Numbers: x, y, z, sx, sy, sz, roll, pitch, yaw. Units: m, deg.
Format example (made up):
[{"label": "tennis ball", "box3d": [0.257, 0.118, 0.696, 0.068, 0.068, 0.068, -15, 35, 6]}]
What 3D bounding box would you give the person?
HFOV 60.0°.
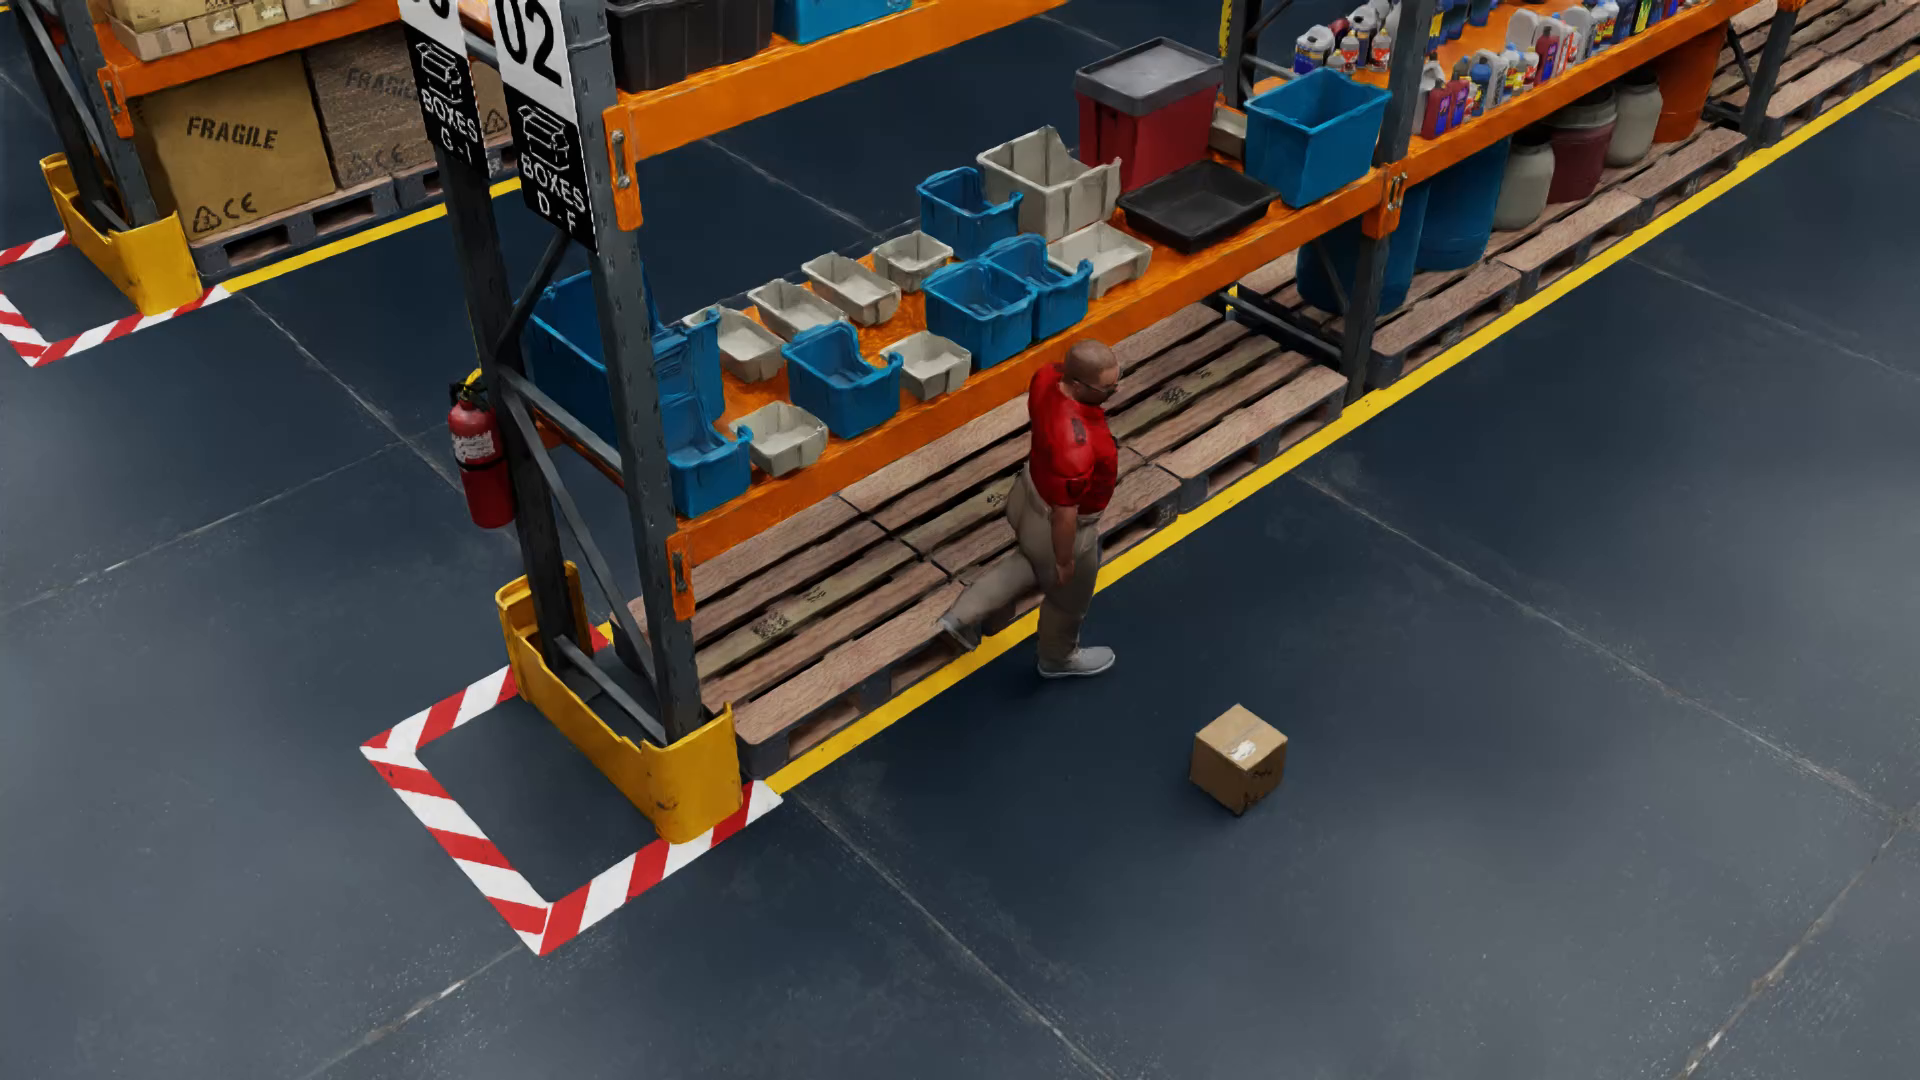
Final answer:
[{"label": "person", "box3d": [0.306, -0.065, 6.258, 0.721, 1.692, 0.592, -10, 41, -12]}]
